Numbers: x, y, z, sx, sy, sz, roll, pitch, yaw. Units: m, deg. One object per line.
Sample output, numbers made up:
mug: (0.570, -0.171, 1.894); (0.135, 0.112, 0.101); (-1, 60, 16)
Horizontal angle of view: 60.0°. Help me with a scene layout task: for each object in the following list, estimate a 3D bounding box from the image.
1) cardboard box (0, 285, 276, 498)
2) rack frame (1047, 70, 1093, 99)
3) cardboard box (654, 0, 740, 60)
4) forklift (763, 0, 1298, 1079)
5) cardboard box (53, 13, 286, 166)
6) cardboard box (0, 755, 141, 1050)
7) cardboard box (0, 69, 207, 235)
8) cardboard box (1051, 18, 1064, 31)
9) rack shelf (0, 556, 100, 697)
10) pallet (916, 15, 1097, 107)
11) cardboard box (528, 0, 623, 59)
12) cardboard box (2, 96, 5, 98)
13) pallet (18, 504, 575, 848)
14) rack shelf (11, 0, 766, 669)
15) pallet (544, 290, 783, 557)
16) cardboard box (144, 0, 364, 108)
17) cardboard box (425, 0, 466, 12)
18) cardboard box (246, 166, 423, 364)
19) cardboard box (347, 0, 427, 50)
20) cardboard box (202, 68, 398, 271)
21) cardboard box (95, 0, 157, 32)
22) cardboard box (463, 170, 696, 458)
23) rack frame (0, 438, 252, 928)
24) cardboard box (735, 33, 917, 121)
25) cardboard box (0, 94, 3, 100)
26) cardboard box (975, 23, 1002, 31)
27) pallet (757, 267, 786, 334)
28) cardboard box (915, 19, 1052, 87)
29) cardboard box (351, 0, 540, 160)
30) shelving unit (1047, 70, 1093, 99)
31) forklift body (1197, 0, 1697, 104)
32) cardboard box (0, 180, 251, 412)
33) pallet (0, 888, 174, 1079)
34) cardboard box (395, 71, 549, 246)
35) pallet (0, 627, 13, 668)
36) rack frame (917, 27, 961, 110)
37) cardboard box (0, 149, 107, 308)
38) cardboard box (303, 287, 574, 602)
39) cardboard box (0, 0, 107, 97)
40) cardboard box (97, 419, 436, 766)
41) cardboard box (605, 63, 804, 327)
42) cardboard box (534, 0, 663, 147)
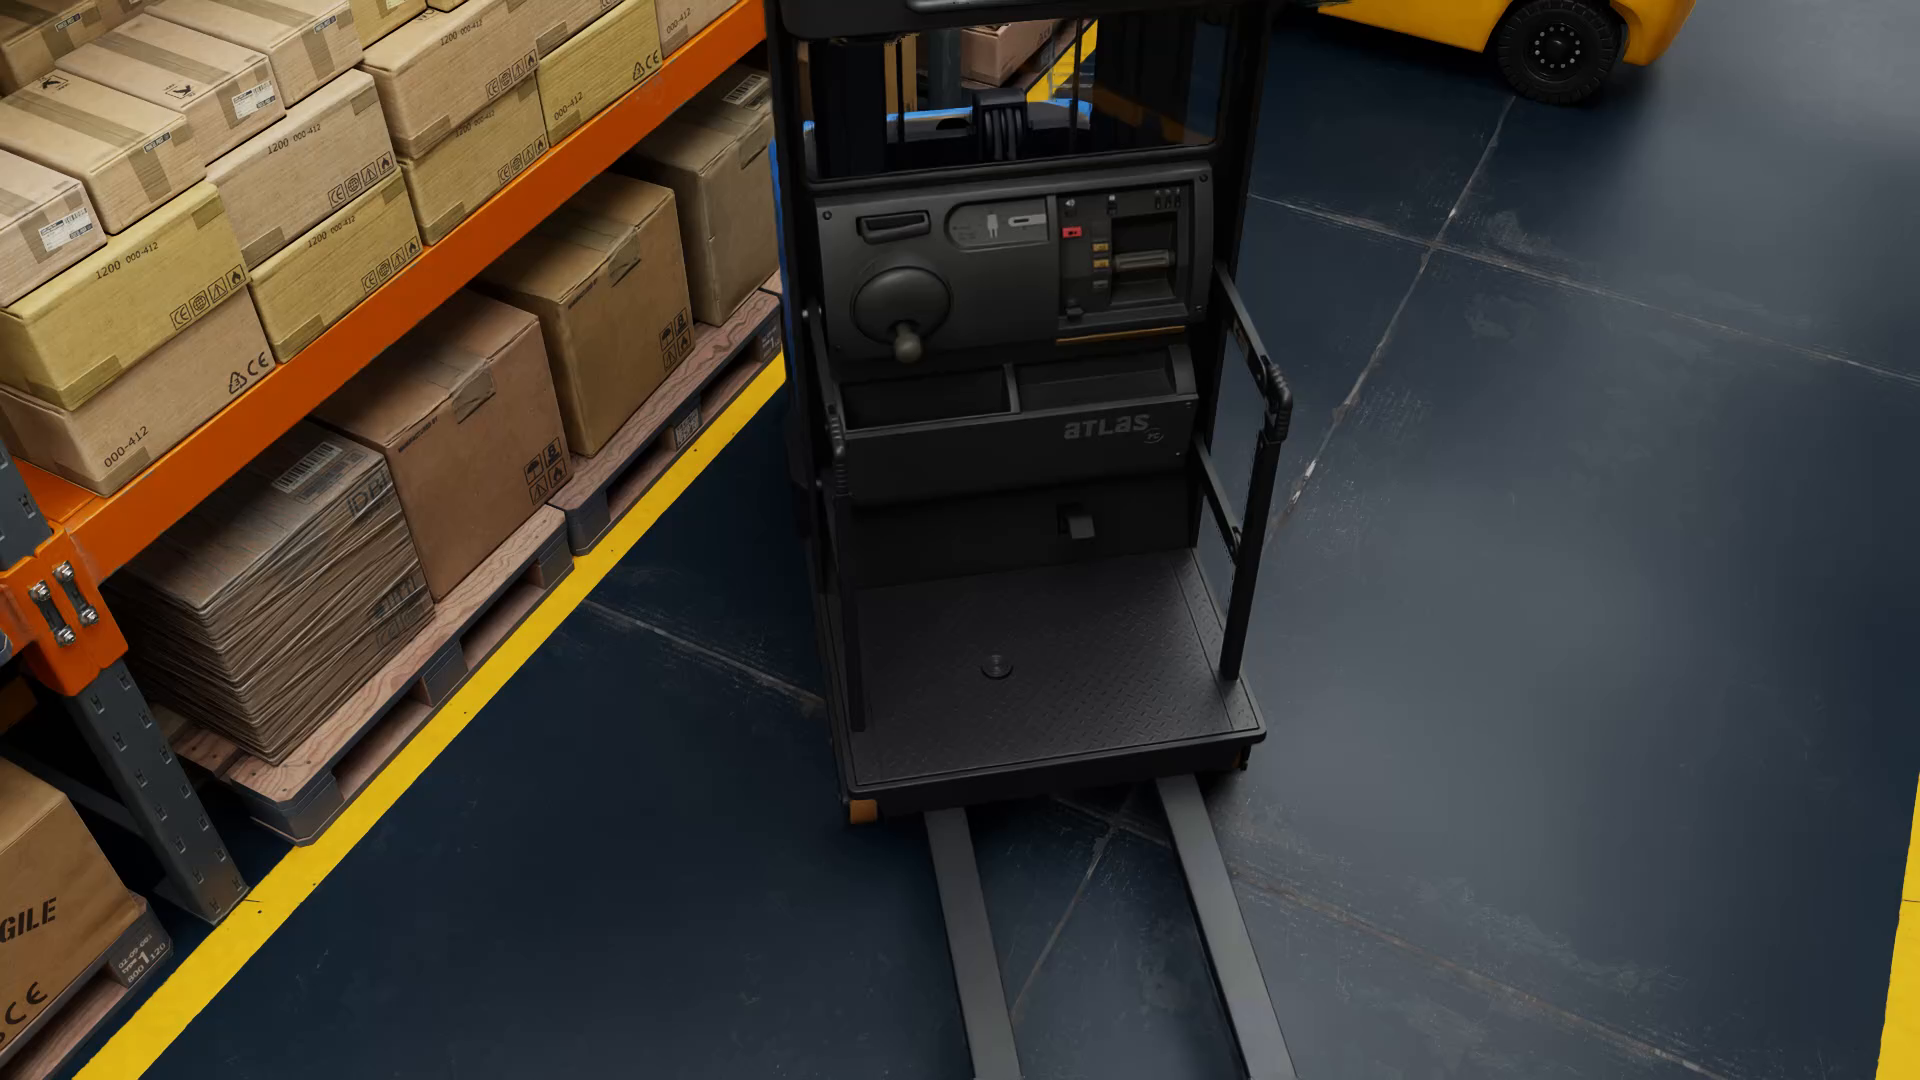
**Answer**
cardboard box: (-1.900, -0.409, 3.651); (0.500, 0.250, 0.500); (21, 49, 19)
rack frame: (0.458, -1.324, 6.135); (0.240, 0.006, 1.200); (0, 56, 0)
cardboard box: (-0.954, -1.705, 4.932); (0.500, 0.250, 0.500); (21, 49, 19)
forklift: (0.176, -0.551, 3.734); (1.130, 2.935, 3.031); (-7, 46, -7)
cardboard box: (-1.694, -0.969, 3.572); (0.380, 0.149, 0.250); (22, 49, 20)
cardboard box: (-2.328, 0.805, 3.808); (0.500, 0.500, 0.500); (22, 49, 20)
cardboard box: (-1.791, -0.799, 3.404); (0.380, 0.149, 0.250); (21, 49, 20)
cardboard box: (0.275, -2.485, 7.235); (0.500, 0.250, 0.500); (19, 48, 18)
rack shelf: (-3.251, 1.250, 2.412); (1.077, 0.370, 4.000); (20, 49, 19)
pallet: (-0.059, -2.290, 7.365); (1.003, 0.211, 1.213); (20, 49, 19)
cardboard box: (-1.193, -1.554, 4.431); (0.500, 0.250, 0.500); (21, 49, 20)
cardboard box: (-2.124, -1.084, 3.966); (0.500, 0.250, 0.500); (21, 49, 19)
pallet: (-1.905, 0.211, 4.893); (1.003, 0.211, 1.213); (20, 49, 19)
rack shelf: (-1.394, -1.270, 4.902); (1.077, 0.370, 4.000); (20, 49, 19)
pallet: (-1.338, -0.555, 5.650); (1.003, 0.211, 1.213); (20, 49, 19)
cardboard box: (-1.584, -1.138, 3.739); (0.380, 0.149, 0.250); (21, 49, 19)
cardboard box: (-1.323, -1.447, 4.044); (0.380, 0.149, 0.250); (21, 49, 20)
cardboard box: (-1.662, -0.725, 3.963); (0.500, 0.250, 0.500); (19, 48, 18)
cardboard box: (-1.494, -1.306, 3.905); (0.380, 0.149, 0.250); (21, 49, 19)
cardboard box: (-1.666, -0.900, 3.785); (0.500, 0.250, 0.500); (22, 49, 20)
cardboard box: (-2.101, -1.321, 3.920); (0.380, 0.149, 0.250); (20, 49, 18)
cardboard box: (-1.412, -0.803, 5.309); (0.875, 0.625, 0.625); (19, 48, 17)
rack frame: (-2.322, -0.263, 3.401); (1.000, 3.000, 0.127); (20, 49, 19)
cardboard box: (-0.698, -1.764, 6.258); (0.875, 0.625, 0.625); (23, 50, 21)
cardboard box: (-2.328, -1.000, 3.603); (0.380, 0.149, 0.250); (22, 49, 20)
cardboard box: (0.033, -2.343, 6.743); (0.500, 0.250, 0.500); (20, 49, 19)
pallet: (-0.773, -1.326, 6.412); (1.003, 0.211, 1.213); (20, 49, 19)
cardboard box: (0.053, -2.160, 6.913); (0.500, 0.250, 0.500); (21, 49, 19)
cardboard box: (-1.407, -1.224, 4.105); (0.500, 0.250, 0.500); (19, 48, 18)
shelving unit: (0.458, -1.274, 6.211); (0.258, 0.189, 1.200); (0, 56, 0)
forklift body: (2.127, -3.208, 6.908); (2.313, 2.155, 1.214); (20, 49, 19)
cardboard box: (-1.878, -0.577, 3.465); (0.500, 0.250, 0.500); (20, 49, 19)
pallet: (-2.702, 1.175, 3.941); (1.003, 0.211, 1.213); (20, 49, 19)
cardboard box: (-1.429, -1.051, 4.286); (0.500, 0.250, 0.500); (19, 48, 18)
pallet: (-2.575, 0.254, 3.025); (1.213, 0.211, 1.003); (20, 49, 19)
rack frame: (-0.465, -2.783, 5.892); (1.000, 3.000, 0.127); (20, 49, 19)
cardboard box: (-1.913, -0.630, 3.237); (0.380, 0.149, 0.250); (22, 49, 20)
cardboard box: (-1.724, -0.379, 4.890); (0.875, 0.625, 0.625); (22, 49, 20)
cardboard box: (-2.154, -1.143, 3.744); (0.380, 0.149, 0.250); (20, 49, 19)
cardboard box: (-2.020, 0.035, 4.480); (0.875, 0.625, 0.625); (22, 49, 20)
cardboard box: (-1.065, -1.277, 5.778); (0.875, 0.625, 0.625); (20, 49, 19)
cardboard box: (-1.187, -1.378, 4.608); (0.500, 0.250, 0.500); (22, 49, 20)
